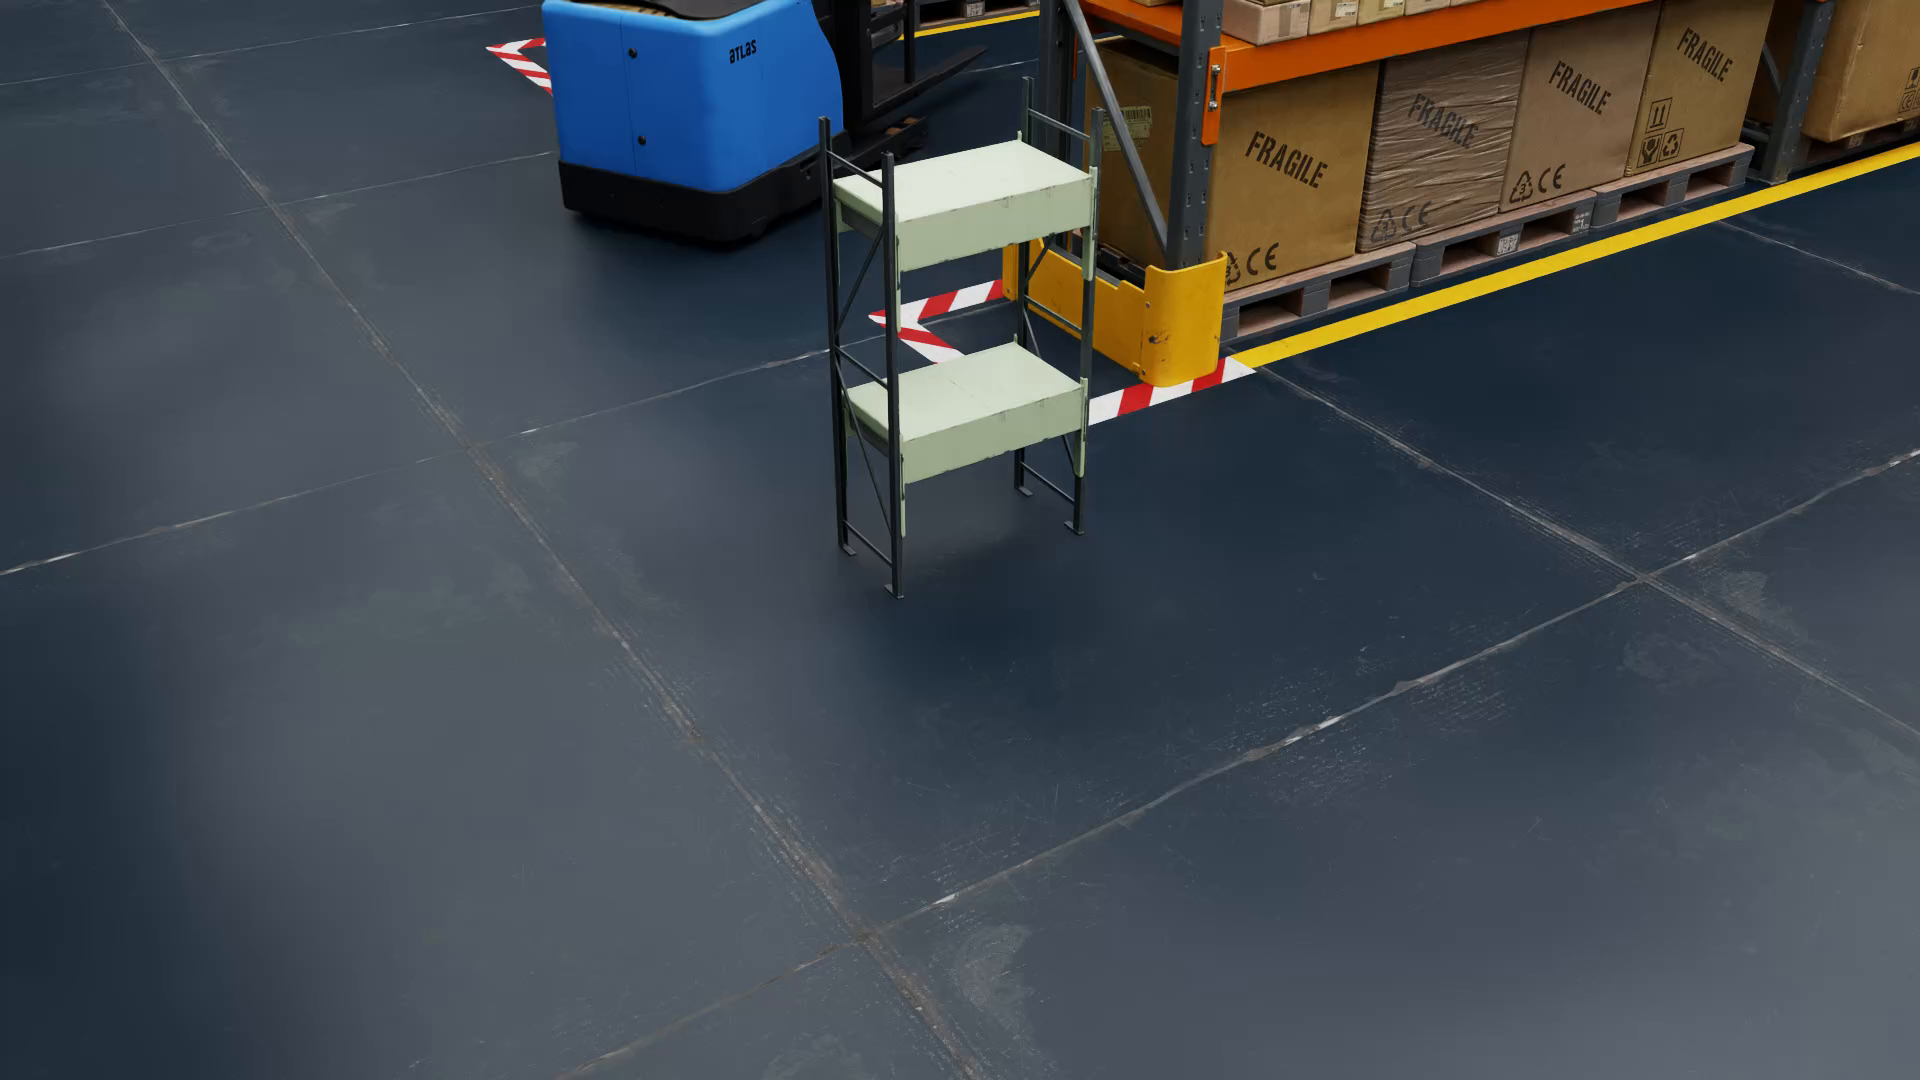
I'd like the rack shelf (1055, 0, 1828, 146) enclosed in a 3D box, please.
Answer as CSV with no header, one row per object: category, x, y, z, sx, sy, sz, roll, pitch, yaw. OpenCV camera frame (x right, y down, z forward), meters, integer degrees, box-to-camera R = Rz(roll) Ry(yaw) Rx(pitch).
rack shelf,2.328,-2.464,7.519,4.000,0.370,1.077,-19,37,-27

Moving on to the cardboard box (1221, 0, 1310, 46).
cardboard box,1.124,-2.039,6.406,0.250,0.149,0.380,-19,37,-27

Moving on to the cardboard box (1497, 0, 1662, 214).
cardboard box,2.655,-2.210,8.041,0.875,0.875,0.875,-19,37,-27

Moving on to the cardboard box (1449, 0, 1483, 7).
cardboard box,1.987,-2.337,6.878,0.250,0.149,0.380,-20,37,-28

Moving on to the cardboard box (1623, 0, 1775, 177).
cardboard box,3.411,-2.471,8.453,0.875,0.875,0.875,-19,37,-27

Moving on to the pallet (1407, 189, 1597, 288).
pallet,2.301,-1.628,8.132,1.213,0.211,1.003,-19,37,-27

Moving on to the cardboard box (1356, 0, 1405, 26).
cardboard box,1.554,-2.188,6.642,0.250,0.149,0.380,-20,37,-28

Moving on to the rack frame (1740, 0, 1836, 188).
rack frame,4.009,-3.347,8.244,0.127,3.000,1.000,-19,37,-27

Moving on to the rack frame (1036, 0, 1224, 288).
rack frame,0.647,-2.190,6.411,0.127,3.000,1.000,-19,37,-27

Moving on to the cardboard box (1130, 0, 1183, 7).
cardboard box,0.768,-2.335,6.875,0.250,0.149,0.380,-18,37,-26

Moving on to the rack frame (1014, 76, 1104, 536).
rack frame,0.313,-0.742,5.521,0.023,1.500,0.400,-19,37,-27

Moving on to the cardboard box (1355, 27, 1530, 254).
cardboard box,1.907,-1.953,7.633,0.875,0.875,0.875,-19,37,-27

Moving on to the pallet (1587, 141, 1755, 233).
pallet,3.328,-1.982,8.695,1.213,0.211,1.003,-19,37,-27

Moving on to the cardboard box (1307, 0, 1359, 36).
cardboard box,1.339,-2.113,6.524,0.250,0.149,0.380,-20,37,-28

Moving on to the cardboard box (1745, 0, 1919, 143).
cardboard box,4.536,-2.820,9.006,0.875,0.875,1.225,-19,37,-27

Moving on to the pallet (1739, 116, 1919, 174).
pallet,4.617,-2.424,9.395,1.213,0.211,1.003,-19,37,-27

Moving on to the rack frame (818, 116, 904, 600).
rack frame,-0.302,-0.530,5.185,0.023,1.500,0.400,-19,37,-27

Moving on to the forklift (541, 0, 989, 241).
forklift,-0.831,-3.411,8.411,1.130,2.935,3.031,16,36,23

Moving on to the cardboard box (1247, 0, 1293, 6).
cardboard box,1.197,-2.270,6.399,0.500,0.250,0.500,-20,37,-28

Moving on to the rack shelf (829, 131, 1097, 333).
rack shelf,0.006,-0.966,5.145,0.720,0.370,0.431,-19,37,-27

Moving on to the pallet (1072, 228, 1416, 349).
pallet,1.277,-1.277,7.577,1.213,0.211,1.003,-19,37,-27

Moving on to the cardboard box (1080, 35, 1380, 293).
cardboard box,1.142,-1.690,7.216,0.875,0.875,0.875,-19,37,-27

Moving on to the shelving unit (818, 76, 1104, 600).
shelving unit,0.006,-0.636,5.353,0.755,1.500,0.431,-19,37,-27

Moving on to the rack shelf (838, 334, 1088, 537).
rack shelf,0.006,-0.361,5.527,0.720,0.370,0.431,-19,37,-27

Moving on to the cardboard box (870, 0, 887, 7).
cardboard box,-0.687,-3.635,10.980,0.250,0.149,0.380,-18,37,-27

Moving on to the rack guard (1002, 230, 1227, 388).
rack guard,0.627,-1.126,7.067,0.348,0.500,1.175,-19,37,-27

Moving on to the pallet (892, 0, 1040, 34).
pallet,-0.165,-3.856,11.665,1.213,0.211,1.003,-19,37,-27

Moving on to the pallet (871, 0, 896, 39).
pallet,-1.189,-3.505,11.109,1.213,0.211,1.003,-19,37,-27

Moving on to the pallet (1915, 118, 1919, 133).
pallet,5.643,-2.779,9.957,1.213,0.211,1.003,-19,37,-27

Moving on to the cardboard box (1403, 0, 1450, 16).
cardboard box,1.773,-2.264,6.762,0.250,0.149,0.380,-20,37,-28
